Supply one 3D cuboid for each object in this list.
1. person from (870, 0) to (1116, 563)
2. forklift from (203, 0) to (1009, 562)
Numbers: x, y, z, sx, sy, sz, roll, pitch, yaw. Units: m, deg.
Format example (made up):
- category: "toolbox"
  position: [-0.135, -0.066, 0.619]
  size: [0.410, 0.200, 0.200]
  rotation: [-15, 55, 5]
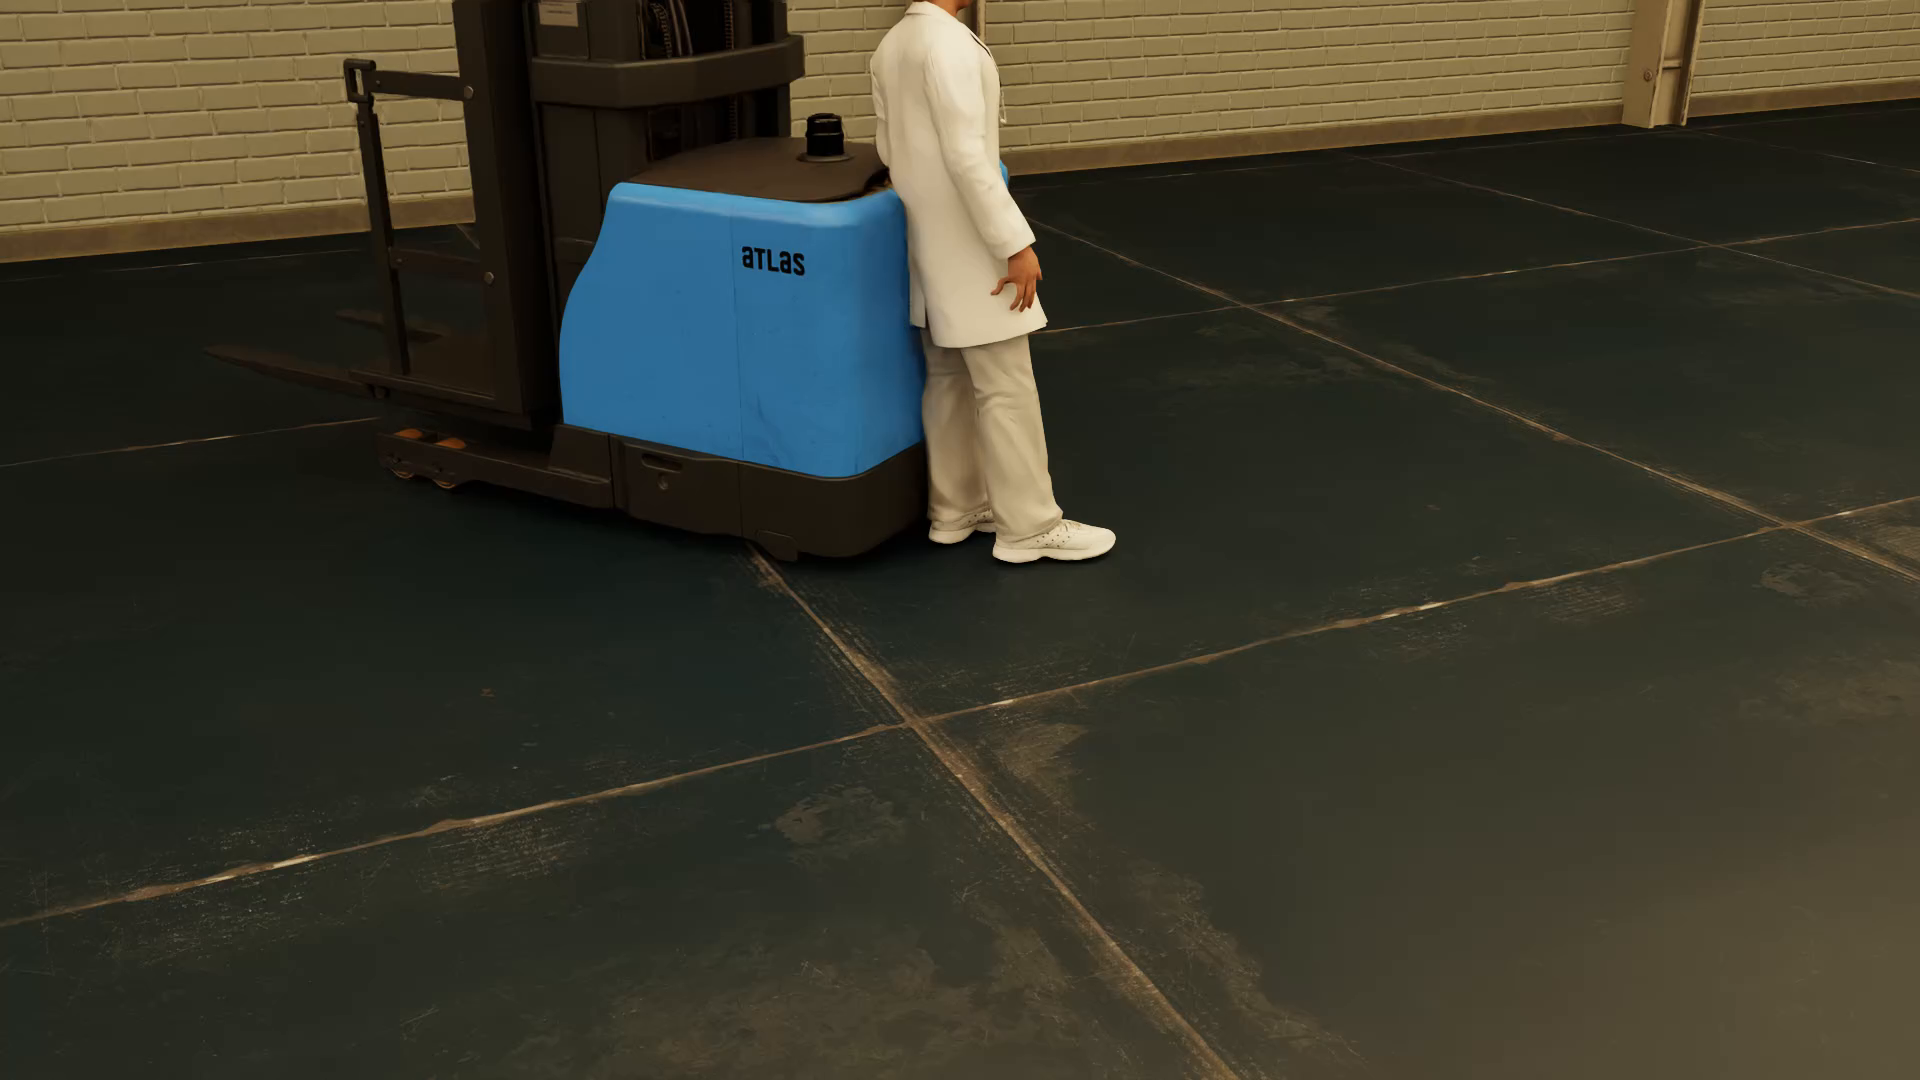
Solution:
- category: "person"
  position: [0.084, -0.840, 4.794]
  size: [0.581, 1.775, 0.696]
  rotation: [-10, 25, -23]
- category: "forklift"
  position: [-1.369, -1.684, 5.341]
  size: [3.031, 2.935, 1.130]
  rotation: [12, 26, 27]
